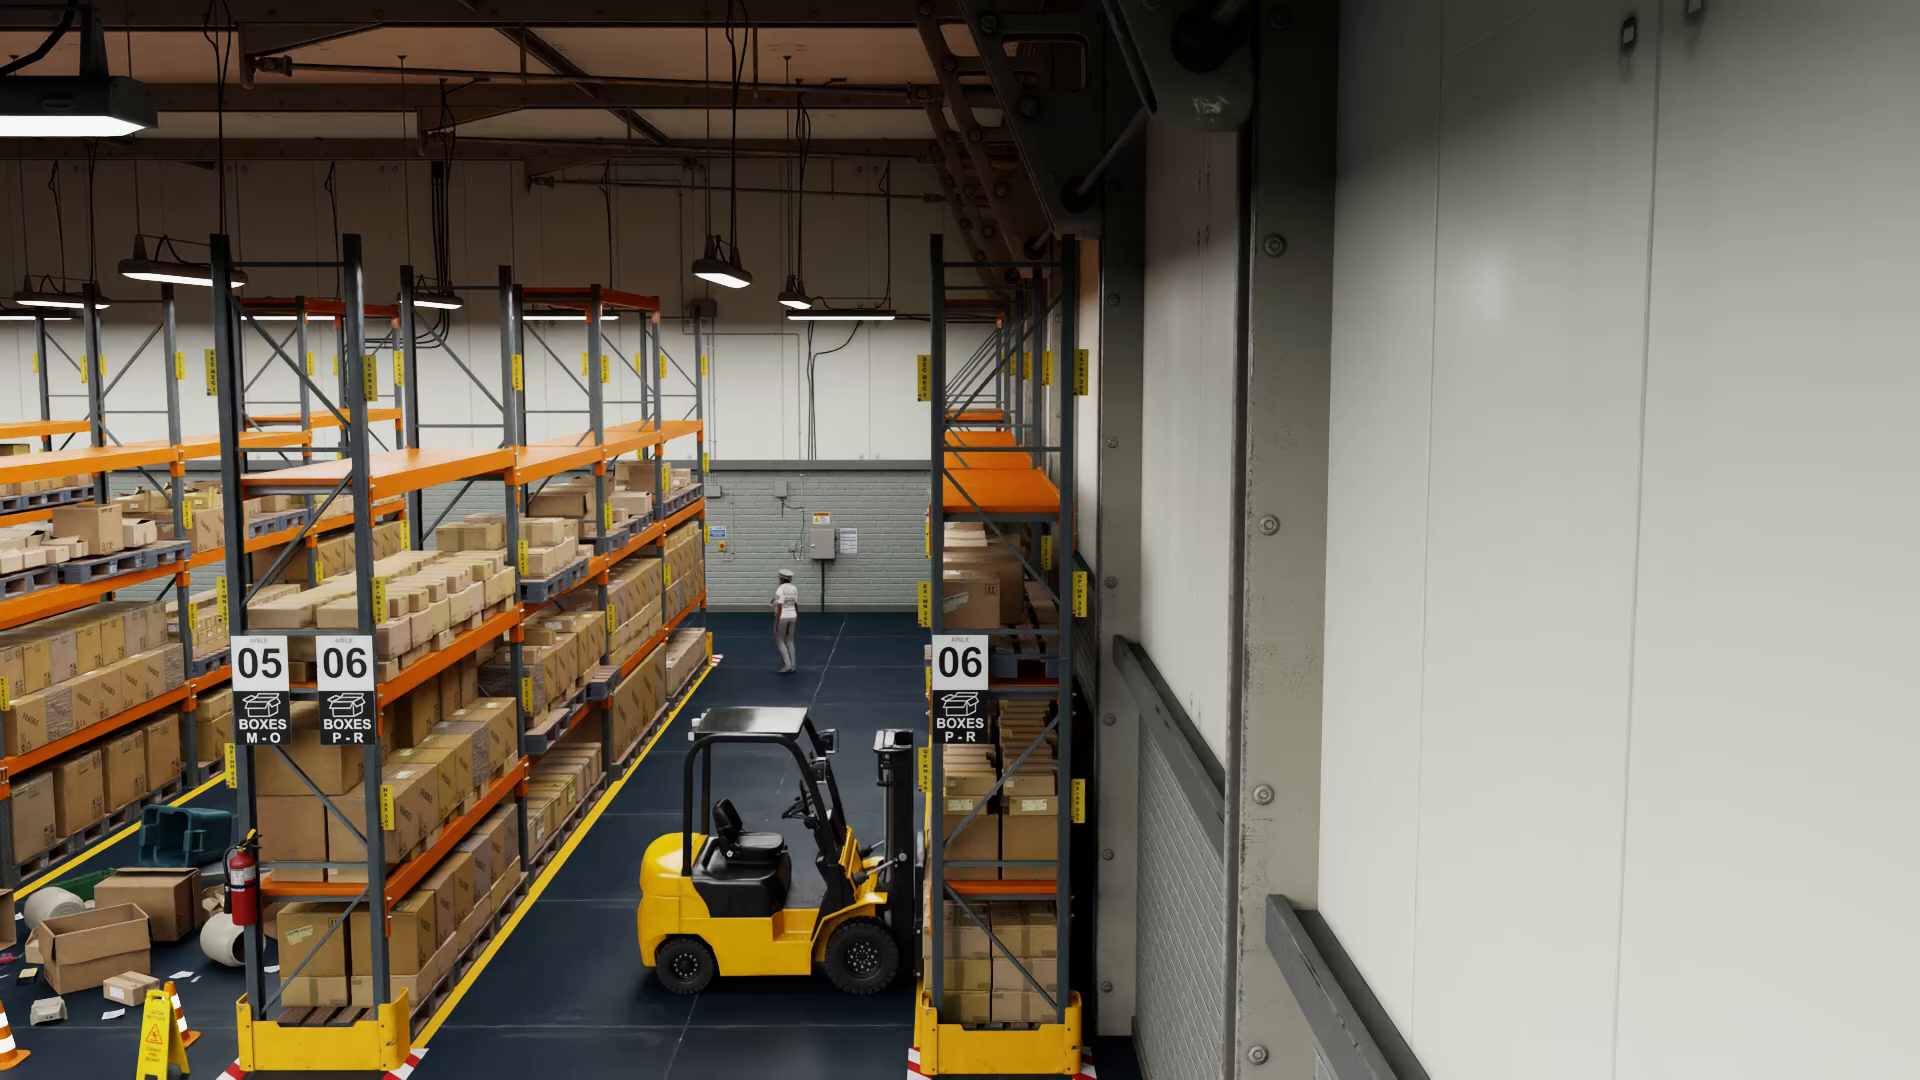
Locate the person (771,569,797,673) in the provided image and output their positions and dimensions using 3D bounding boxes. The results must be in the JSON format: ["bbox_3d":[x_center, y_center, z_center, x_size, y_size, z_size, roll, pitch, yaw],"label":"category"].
[{"bbox_3d":[-2.847,1.349,27.284,0.410,1.749,0.493,6,9,42],"label":"person"}]
